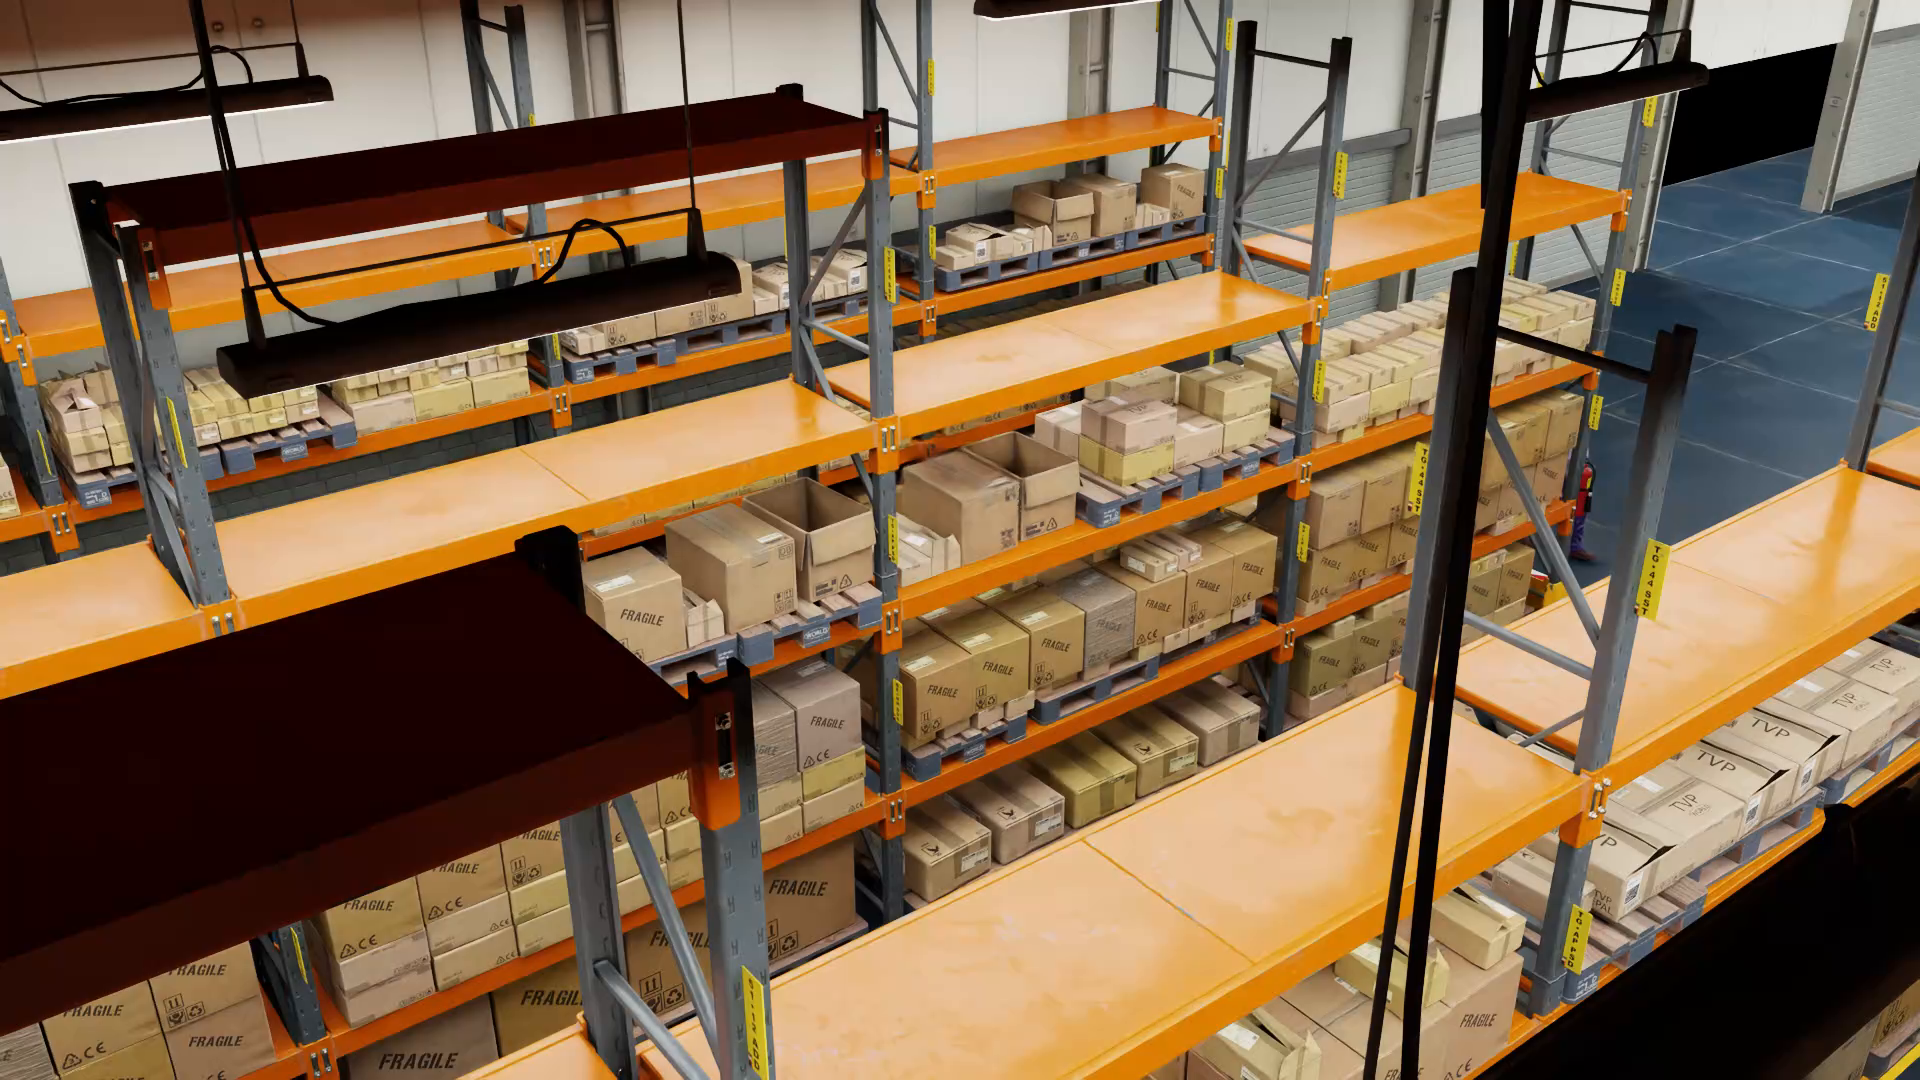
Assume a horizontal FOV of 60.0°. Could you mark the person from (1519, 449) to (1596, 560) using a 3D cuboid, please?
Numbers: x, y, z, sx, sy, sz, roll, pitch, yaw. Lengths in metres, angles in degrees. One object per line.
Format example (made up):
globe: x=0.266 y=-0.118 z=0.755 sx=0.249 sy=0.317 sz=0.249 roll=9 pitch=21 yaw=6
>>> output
person: x=6.353 y=-0.598 z=17.507 sx=0.516 sy=1.614 sz=0.853 roll=-16 pitch=30 yaw=-30
